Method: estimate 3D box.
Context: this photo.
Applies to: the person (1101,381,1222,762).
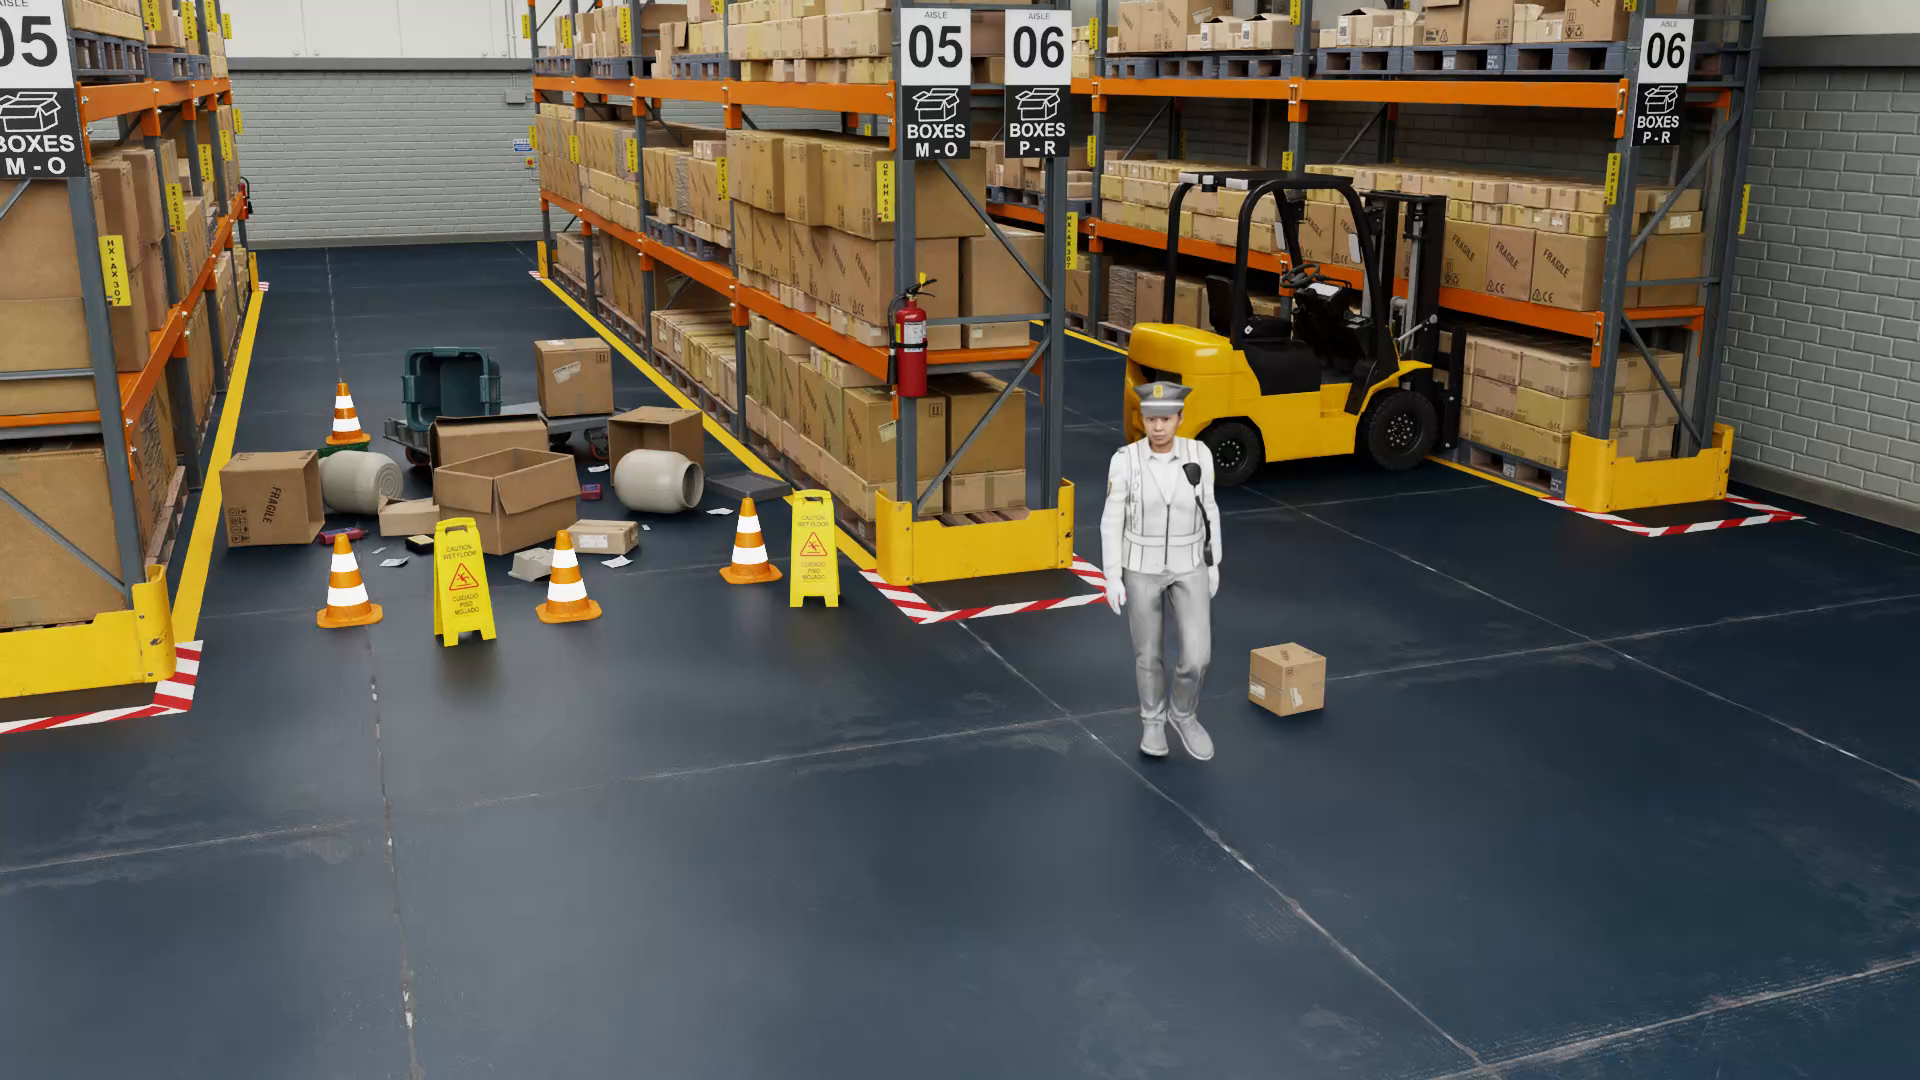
[{"bbox_3d":[0.842,0.130,6.969,0.514,1.662,0.488,1,16,5],"label":"person"}]
